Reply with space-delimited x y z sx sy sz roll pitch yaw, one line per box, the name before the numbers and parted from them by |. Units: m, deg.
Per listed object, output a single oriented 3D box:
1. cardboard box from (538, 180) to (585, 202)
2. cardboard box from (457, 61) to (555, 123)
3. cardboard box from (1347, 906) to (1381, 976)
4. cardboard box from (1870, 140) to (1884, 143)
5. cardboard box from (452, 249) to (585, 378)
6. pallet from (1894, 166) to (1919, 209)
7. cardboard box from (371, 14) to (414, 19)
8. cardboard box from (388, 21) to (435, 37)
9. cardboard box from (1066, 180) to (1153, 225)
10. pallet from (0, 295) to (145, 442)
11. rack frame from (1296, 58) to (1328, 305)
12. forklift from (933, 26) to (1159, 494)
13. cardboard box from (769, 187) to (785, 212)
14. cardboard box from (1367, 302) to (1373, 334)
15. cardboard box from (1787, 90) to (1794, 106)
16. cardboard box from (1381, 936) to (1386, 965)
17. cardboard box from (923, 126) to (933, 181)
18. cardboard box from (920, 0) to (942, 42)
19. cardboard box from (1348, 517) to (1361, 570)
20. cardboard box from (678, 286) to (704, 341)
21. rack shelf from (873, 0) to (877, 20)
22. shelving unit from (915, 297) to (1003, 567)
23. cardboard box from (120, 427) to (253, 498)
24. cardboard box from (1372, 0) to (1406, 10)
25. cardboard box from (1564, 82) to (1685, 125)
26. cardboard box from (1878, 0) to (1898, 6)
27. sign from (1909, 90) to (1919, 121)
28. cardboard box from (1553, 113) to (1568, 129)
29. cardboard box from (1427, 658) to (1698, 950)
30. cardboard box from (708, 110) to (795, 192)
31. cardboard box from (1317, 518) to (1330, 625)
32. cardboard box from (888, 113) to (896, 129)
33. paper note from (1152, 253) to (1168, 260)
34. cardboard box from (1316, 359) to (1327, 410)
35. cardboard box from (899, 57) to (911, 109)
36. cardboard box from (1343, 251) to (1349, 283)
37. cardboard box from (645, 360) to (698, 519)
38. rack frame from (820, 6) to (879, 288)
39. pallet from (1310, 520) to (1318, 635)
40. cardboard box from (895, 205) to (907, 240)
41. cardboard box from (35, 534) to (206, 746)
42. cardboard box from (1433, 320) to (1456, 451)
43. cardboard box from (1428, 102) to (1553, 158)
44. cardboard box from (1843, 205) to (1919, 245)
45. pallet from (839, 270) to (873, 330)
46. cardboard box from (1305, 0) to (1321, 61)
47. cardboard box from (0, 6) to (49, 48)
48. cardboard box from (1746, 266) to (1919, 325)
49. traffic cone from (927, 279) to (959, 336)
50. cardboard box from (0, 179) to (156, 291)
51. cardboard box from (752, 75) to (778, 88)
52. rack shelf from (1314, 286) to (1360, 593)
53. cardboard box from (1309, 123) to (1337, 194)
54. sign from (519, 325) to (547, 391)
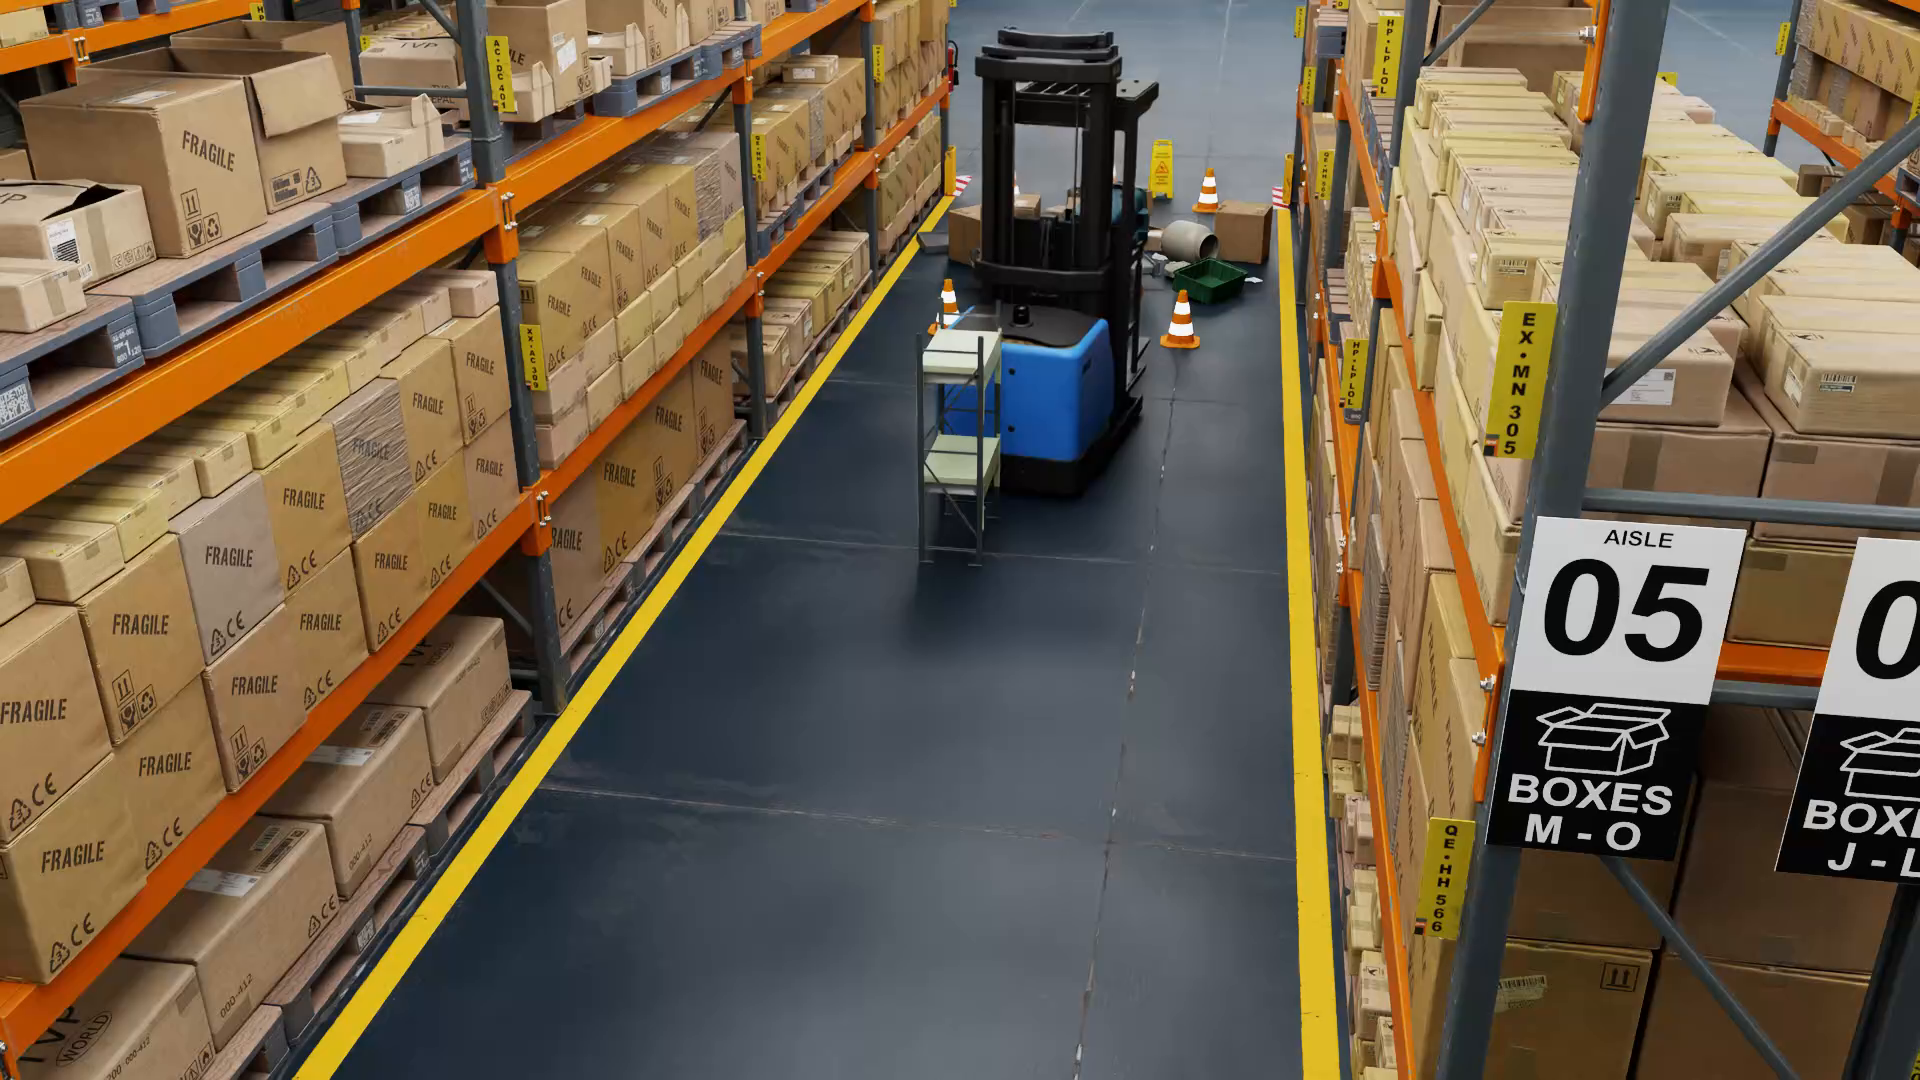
cardboard box | -2.517 -1.829 9.822 0.500 0.500 0.500 4 25 9
cardboard box | -2.165 -2.155 7.940 0.396 0.266 0.258 4 25 8
cardboard box | 1.692 1.560 6.396 0.380 0.149 0.250 4 25 9
cardboard box | 8.490 -3.550 15.091 0.380 0.149 0.250 4 25 9
cardboard box | -2.236 -1.144 8.358 0.500 0.500 0.500 4 25 9
pallet | 8.224 -2.745 13.302 1.003 0.211 1.213 4 25 9
cardboard box | -6.075 -5.546 17.827 0.380 0.149 0.250 4 25 9
cardboard box | -5.705 -5.301 17.302 0.380 0.149 0.250 4 25 8
cardboard box | 1.580 -3.460 17.548 0.797 0.503 0.637 -14 29 -27
pallet | -3.135 -0.438 4.714 1.003 0.211 1.213 4 25 9
rack frame | 3.615 -3.527 14.747 1.000 3.000 0.127 4 25 9
forklift | 0.768 -2.237 12.072 1.130 2.935 3.031 8 26 17
cardboard box | -1.532 -2.581 12.528 0.380 0.149 0.250 2 25 5
cardboard box | 2.355 -1.141 8.749 0.380 0.149 0.250 3 25 7
cardboard box | 8.864 -4.598 17.330 0.380 0.149 0.250 4 25 9
cardboard box | 1.752 1.543 6.080 0.380 0.149 0.250 3 25 7
cardboard box | -0.586 -4.214 18.077 0.500 0.500 0.500 5 26 10
cardboard box | -0.571 -5.473 17.256 0.700 0.500 0.500 4 25 8
cardboard box | 1.939 0.028 7.447 0.380 0.149 0.250 5 26 10
cardboard box | -1.931 -1.433 10.450 0.500 0.250 0.500 4 25 8
rack shelf | -0.958 -5.697 16.693 1.077 0.370 4.000 4 25 9
shelving unit | 0.001 -0.682 10.438 0.431 1.500 0.755 4 25 9
cardboard box | -2.688 -0.272 5.730 0.380 0.149 0.250 4 25 9
cardboard box | 2.537 -3.129 9.338 0.396 0.266 0.258 4 25 9
cardboard box | 2.493 -1.618 6.246 0.380 0.149 0.250 5 25 10
cardboard box | 9.224 -4.990 16.225 0.500 0.500 0.500 4 25 9
sign | 7.956 -3.568 13.812 0.100 0.325 0.005 4 25 9
cardboard box | 2.483 -1.487 6.439 0.500 0.250 0.500 3 25 6
cardboard box | 1.484 0.650 4.174 0.500 0.500 0.500 4 25 7
cardboard box | -1.558 -2.916 12.476 0.500 0.500 0.500 5 26 11
cardboard box | 2.265 0.219 9.197 0.500 0.500 0.500 3 25 7
cardboard box | -0.838 -4.147 16.367 0.380 0.149 0.250 5 26 10
paper note | 2.032 -2.874 16.862 0.172 0.023 0.155 13 28 26
cardboard box | 2.610 -0.980 10.874 0.500 0.250 0.500 3 25 6
cardboard box | -0.784 -4.593 16.555 0.500 0.500 0.500 4 25 8
cardboard box | 2.689 -1.757 10.767 0.380 0.149 0.250 4 25 8
cardboard box | -2.283 -0.727 10.775 0.875 0.875 0.875 4 25 9
rack frame | -1.285 -3.828 15.389 1.000 3.000 0.127 4 25 9
pallet | 2.631 0.244 9.979 1.003 0.211 1.213 4 25 9
cardboard box | -0.846 -3.225 16.849 0.500 0.250 0.500 5 26 11
cardboard box | -2.809 0.295 5.283 0.500 0.500 0.500 3 25 7
cardboard box | 1.638 -0.428 4.764 0.500 0.250 0.500 5 26 11
cardboard box | 1.872 -1.448 5.884 0.380 0.149 0.250 3 25 7
cardboard box | 8.707 -2.869 15.794 0.500 0.500 0.500 2 25 4
pallet | -1.410 -2.239 15.284 1.003 0.211 1.213 4 25 9
cardboard box | 3.946 -5.143 16.749 0.875 0.550 0.550 4 25 9
cardboard box | -6.680 -3.556 11.448 0.500 0.250 0.500 3 25 7
cardboard box | 2.108 -0.539 3.943 0.380 0.149 0.250 4 25 8
traffic cone | -0.106 -2.063 14.612 0.336 0.463 0.334 4 25 9
cardboard box | -2.952 -0.985 5.270 0.500 0.311 0.500 4 25 9
cardboard box | -1.820 -3.606 13.952 0.500 0.500 0.500 4 25 8
rack shelf | 2.635 -0.692 9.538 1.077 0.370 4.000 4 25 9
cardboard box | 3.182 -3.160 13.844 0.500 0.500 0.500 4 25 9
sign | -2.044 -0.872 7.960 0.100 0.325 0.005 4 25 9
